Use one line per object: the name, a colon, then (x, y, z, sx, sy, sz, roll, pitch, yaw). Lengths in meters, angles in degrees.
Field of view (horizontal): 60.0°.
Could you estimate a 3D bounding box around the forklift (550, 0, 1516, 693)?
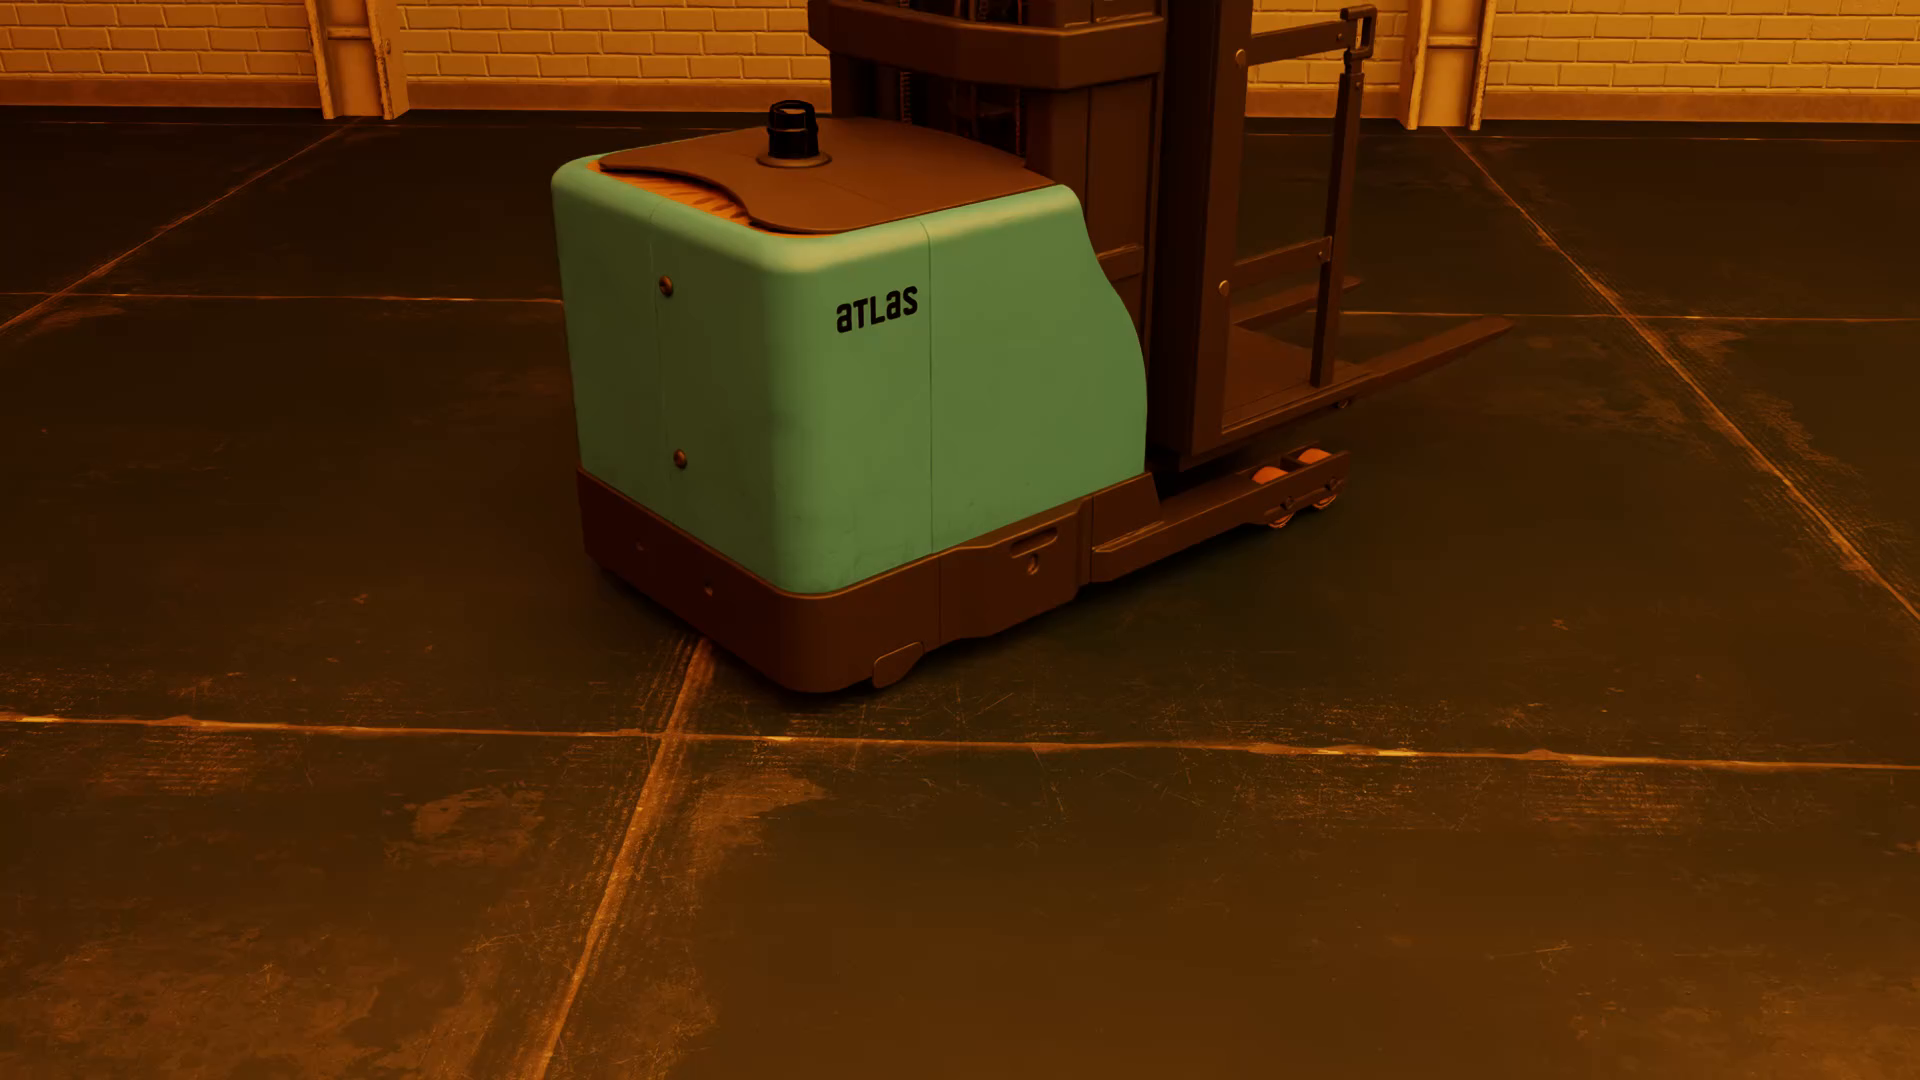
forklift: (0.468, -1.505, 4.260, 3.031, 2.935, 1.130, -21, 33, -36)
